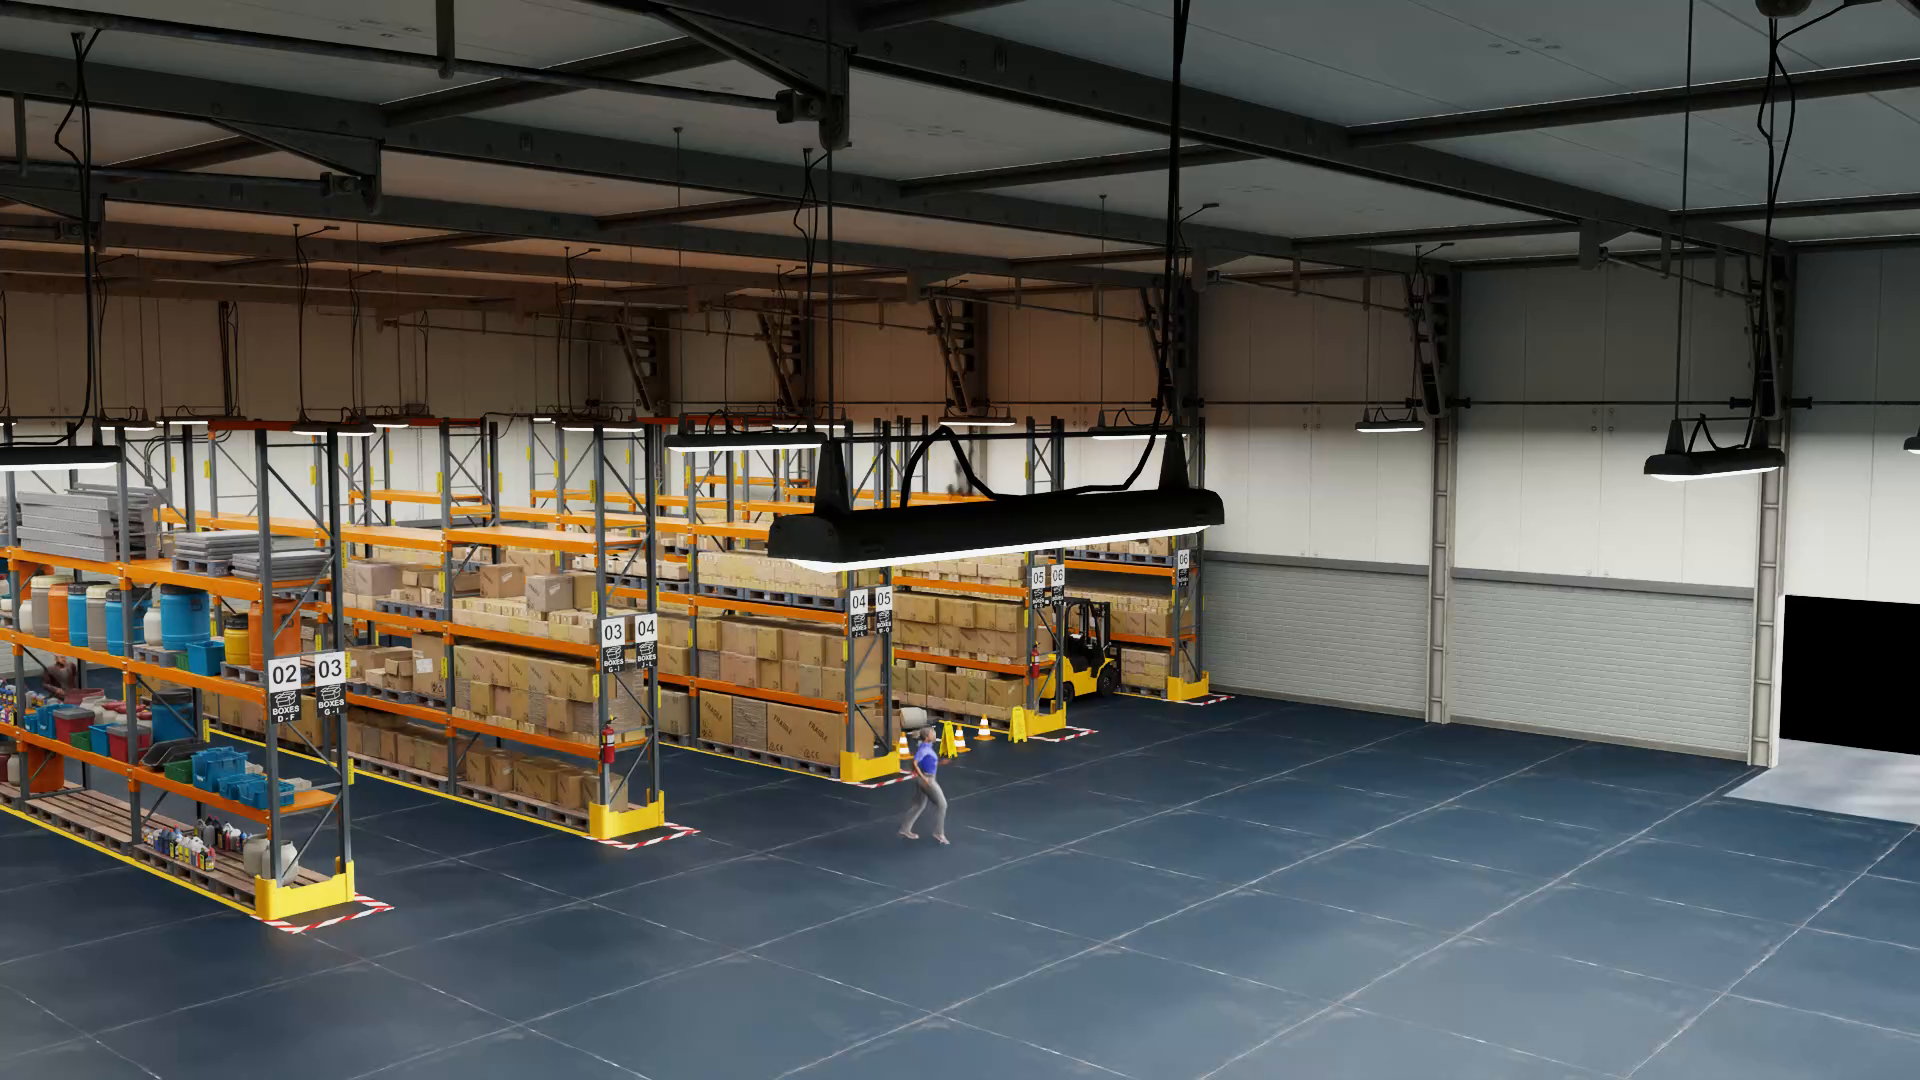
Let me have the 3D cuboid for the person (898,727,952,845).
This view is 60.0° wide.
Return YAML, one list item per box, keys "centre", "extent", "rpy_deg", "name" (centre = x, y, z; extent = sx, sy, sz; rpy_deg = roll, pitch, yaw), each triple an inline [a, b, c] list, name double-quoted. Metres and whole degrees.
- centre: [-0.492, 3.527, 23.824]
  extent: [0.772, 1.719, 0.547]
  rpy_deg: [-1, 5, -14]
  name: "person"

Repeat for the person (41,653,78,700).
- centre: [-16.688, 2.923, 30.890]
  extent: [0.742, 1.736, 0.753]
  rpy_deg: [3, 6, 33]
  name: "person"
